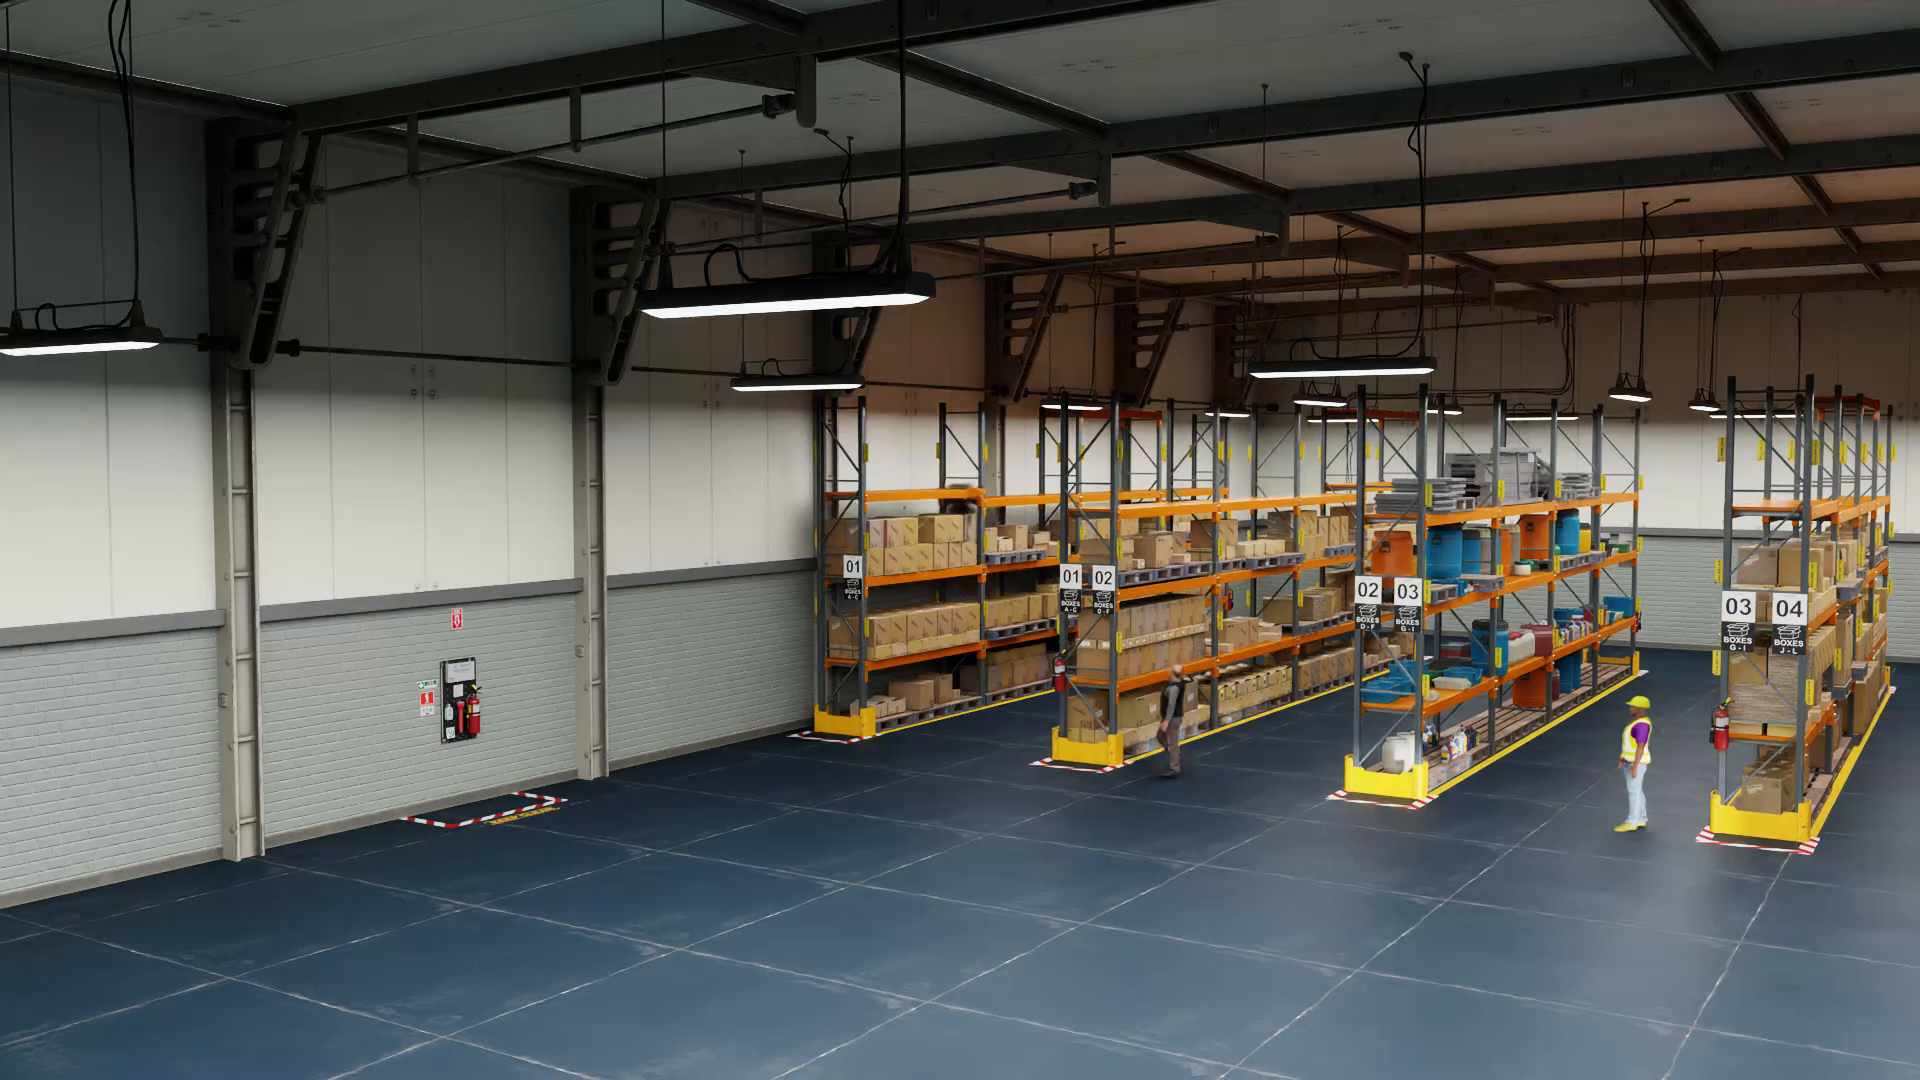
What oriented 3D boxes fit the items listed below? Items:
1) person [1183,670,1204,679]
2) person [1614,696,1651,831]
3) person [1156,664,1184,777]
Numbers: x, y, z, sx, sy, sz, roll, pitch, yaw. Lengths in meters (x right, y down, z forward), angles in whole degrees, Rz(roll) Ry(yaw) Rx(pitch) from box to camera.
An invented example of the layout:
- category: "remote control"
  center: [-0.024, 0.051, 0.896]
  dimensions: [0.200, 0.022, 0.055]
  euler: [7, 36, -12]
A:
- category: "person"
  center: [4.777, 2.346, 34.057]
  dimensions: [0.538, 1.718, 1.045]
  euler: [2, 4, 32]
- category: "person"
  center: [8.942, 2.964, 22.123]
  dimensions: [0.548, 1.781, 0.586]
  euler: [0, 3, -3]
- category: "person"
  center: [3.277, 2.776, 25.826]
  dimensions: [0.419, 1.714, 0.638]
  euler: [0, 3, 2]
